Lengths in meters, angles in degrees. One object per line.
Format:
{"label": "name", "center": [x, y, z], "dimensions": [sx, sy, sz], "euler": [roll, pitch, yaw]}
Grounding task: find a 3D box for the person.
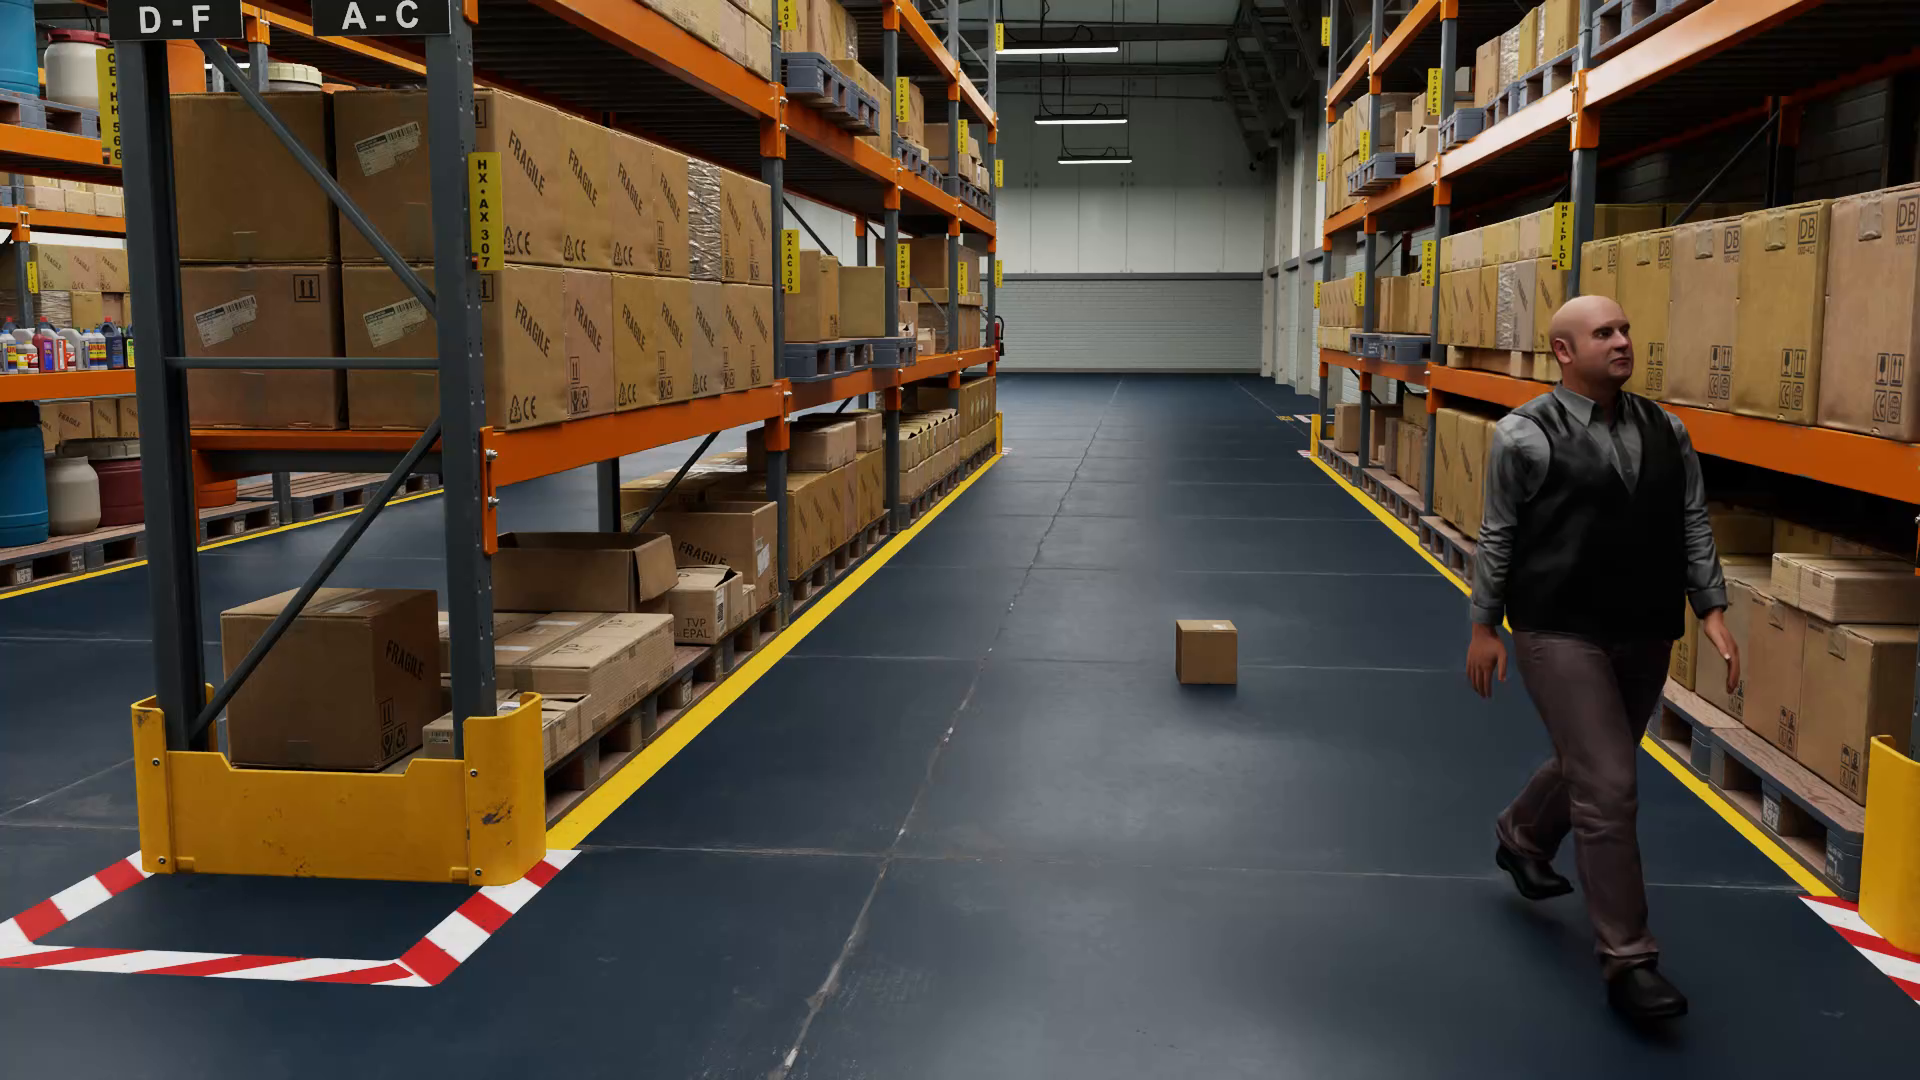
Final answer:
{"label": "person", "center": [1.604, 0.240, 4.139], "dimensions": [0.550, 1.684, 1.021], "euler": [-2, 8, -15]}
